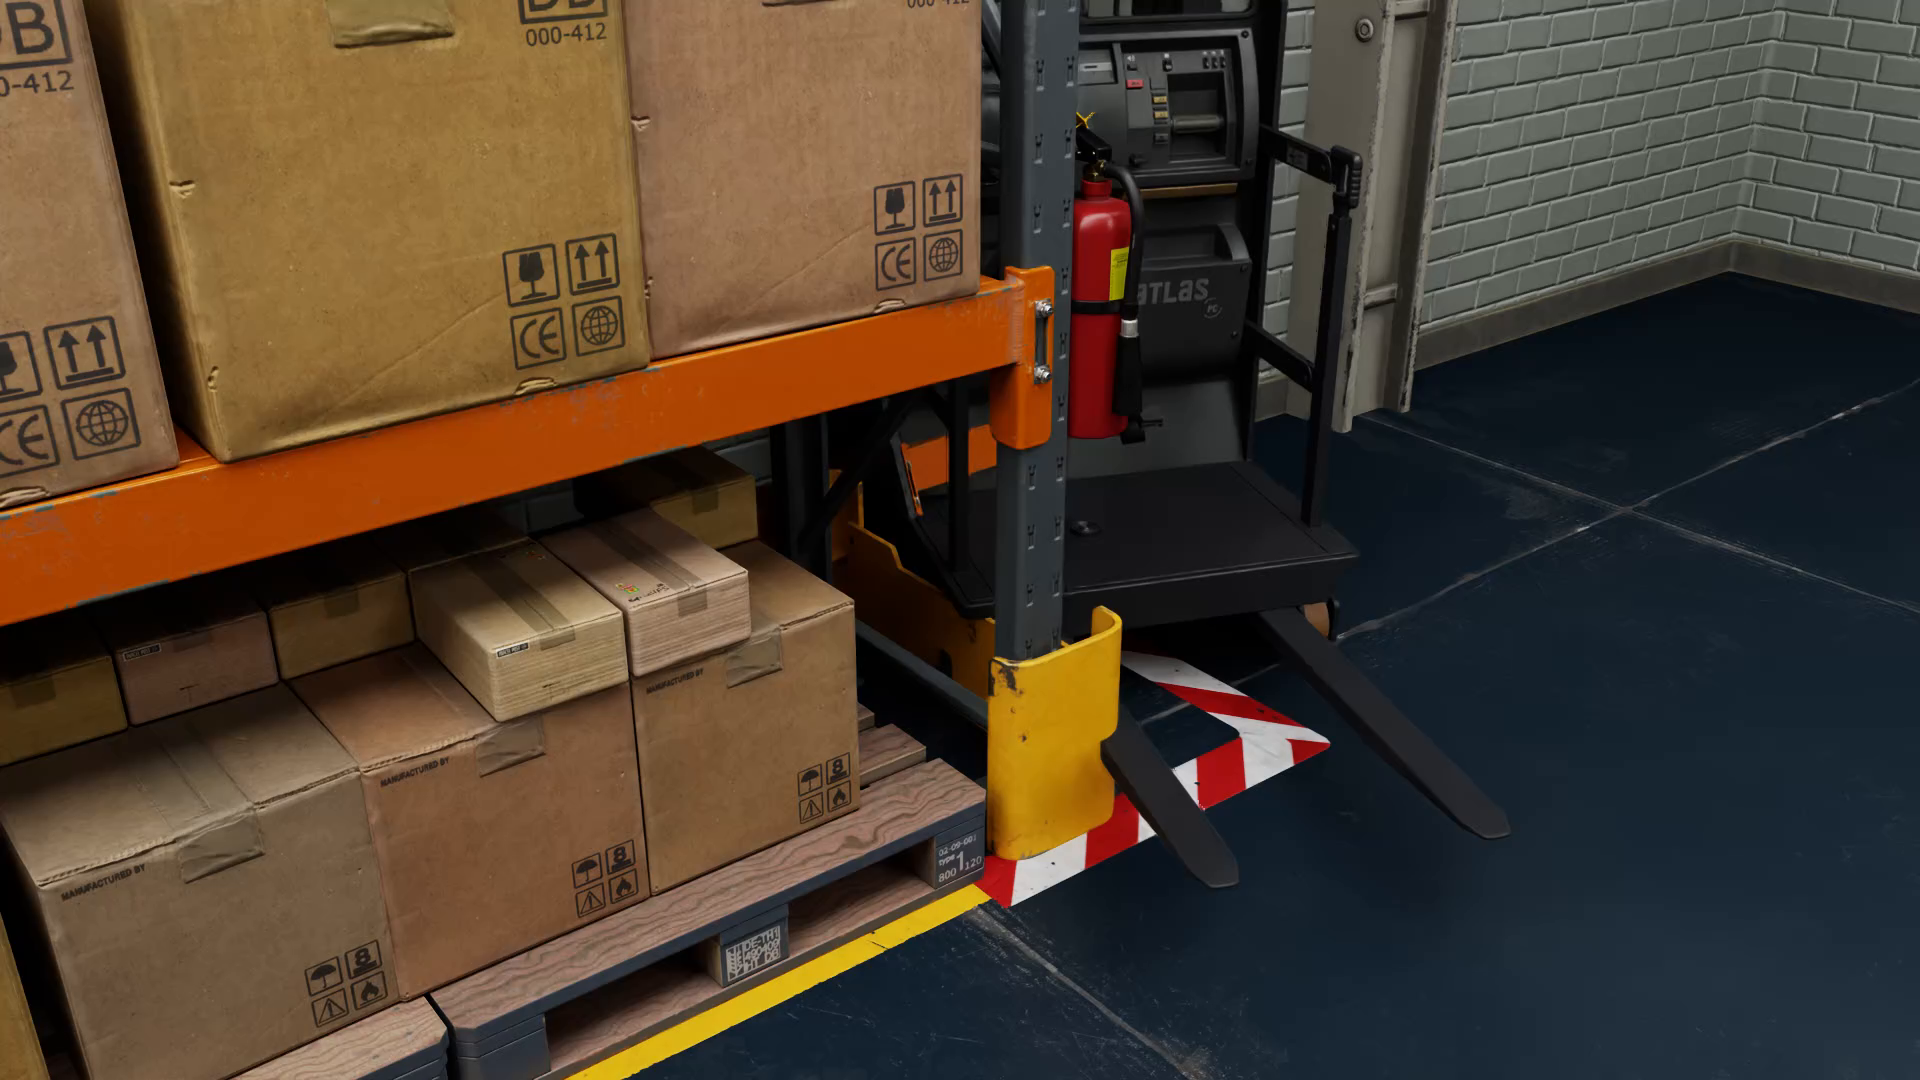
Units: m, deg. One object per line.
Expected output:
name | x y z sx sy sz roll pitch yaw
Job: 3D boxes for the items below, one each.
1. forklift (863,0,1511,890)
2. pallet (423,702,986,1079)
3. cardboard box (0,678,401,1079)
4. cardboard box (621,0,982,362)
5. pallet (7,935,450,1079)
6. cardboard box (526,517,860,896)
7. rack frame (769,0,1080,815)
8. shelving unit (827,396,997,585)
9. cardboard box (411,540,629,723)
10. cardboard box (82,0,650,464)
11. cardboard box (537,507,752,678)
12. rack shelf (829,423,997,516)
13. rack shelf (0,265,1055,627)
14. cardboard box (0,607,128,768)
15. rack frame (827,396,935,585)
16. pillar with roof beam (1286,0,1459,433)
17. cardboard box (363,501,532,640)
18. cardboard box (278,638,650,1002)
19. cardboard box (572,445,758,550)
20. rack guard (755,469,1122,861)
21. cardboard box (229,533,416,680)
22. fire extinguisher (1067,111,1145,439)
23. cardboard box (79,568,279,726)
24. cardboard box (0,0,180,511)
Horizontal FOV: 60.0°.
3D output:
forklift | 0.398 -1.097 4.132 1.130 2.935 3.031 -7 26 -14
pallet | -0.711 0.632 3.637 1.213 0.211 1.003 -18 31 -34
cardboard box | -1.408 0.553 2.966 0.500 0.500 0.700 -19 31 -36
cardboard box | -0.525 -0.866 3.197 0.700 0.700 0.980 -17 30 -32
pallet | -1.671 0.948 2.958 1.213 0.211 1.003 -18 31 -34
cardboard box | -0.619 0.292 3.528 0.500 0.500 0.700 -18 31 -34
rack frame | -0.130 -0.866 3.553 0.127 3.000 1.000 -18 31 -34
shelving unit | 0.053 -0.499 4.968 1.048 1.125 0.538 -20 11 -34
cardboard box | -0.809 0.158 3.046 0.250 0.149 0.380 -17 30 -33
cardboard box | -1.091 -0.674 2.782 0.700 0.700 0.980 -19 31 -34
cardboard box | -0.608 0.092 3.189 0.250 0.149 0.380 -19 31 -35
rack shelf | 0.110 -0.265 5.007 1.000 0.278 0.538 -20 11 -34
rack shelf | -1.704 -0.020 2.585 4.000 0.370 1.077 -18 31 -34
cardboard box | -1.641 0.229 2.893 0.250 0.149 0.380 -18 30 -34
rack frame | -0.342 -0.356 4.682 0.032 1.125 0.500 -20 11 -34
pillar with roof beam | 4.117 -3.149 1.346 0.400 9.000 9.100 -18 31 -34
cardboard box | -1.043 0.031 3.320 0.250 0.149 0.380 -18 30 -34
cardboard box | -1.013 0.422 3.248 0.500 0.500 0.700 -18 31 -34
cardboard box | -0.644 -0.101 3.604 0.250 0.149 0.380 -18 30 -34
rack guard | -0.111 0.261 4.093 0.348 0.500 1.175 -18 31 -34
cardboard box | -1.240 0.096 3.180 0.250 0.149 0.380 -18 30 -34
fire extinguisher | 0.273 -0.548 3.403 0.183 0.674 0.296 -18 31 -34
cardboard box | -1.440 0.162 3.037 0.250 0.149 0.380 -18 30 -33
cardboard box | -1.697 -0.479 2.362 0.700 0.700 0.980 -20 32 -36
